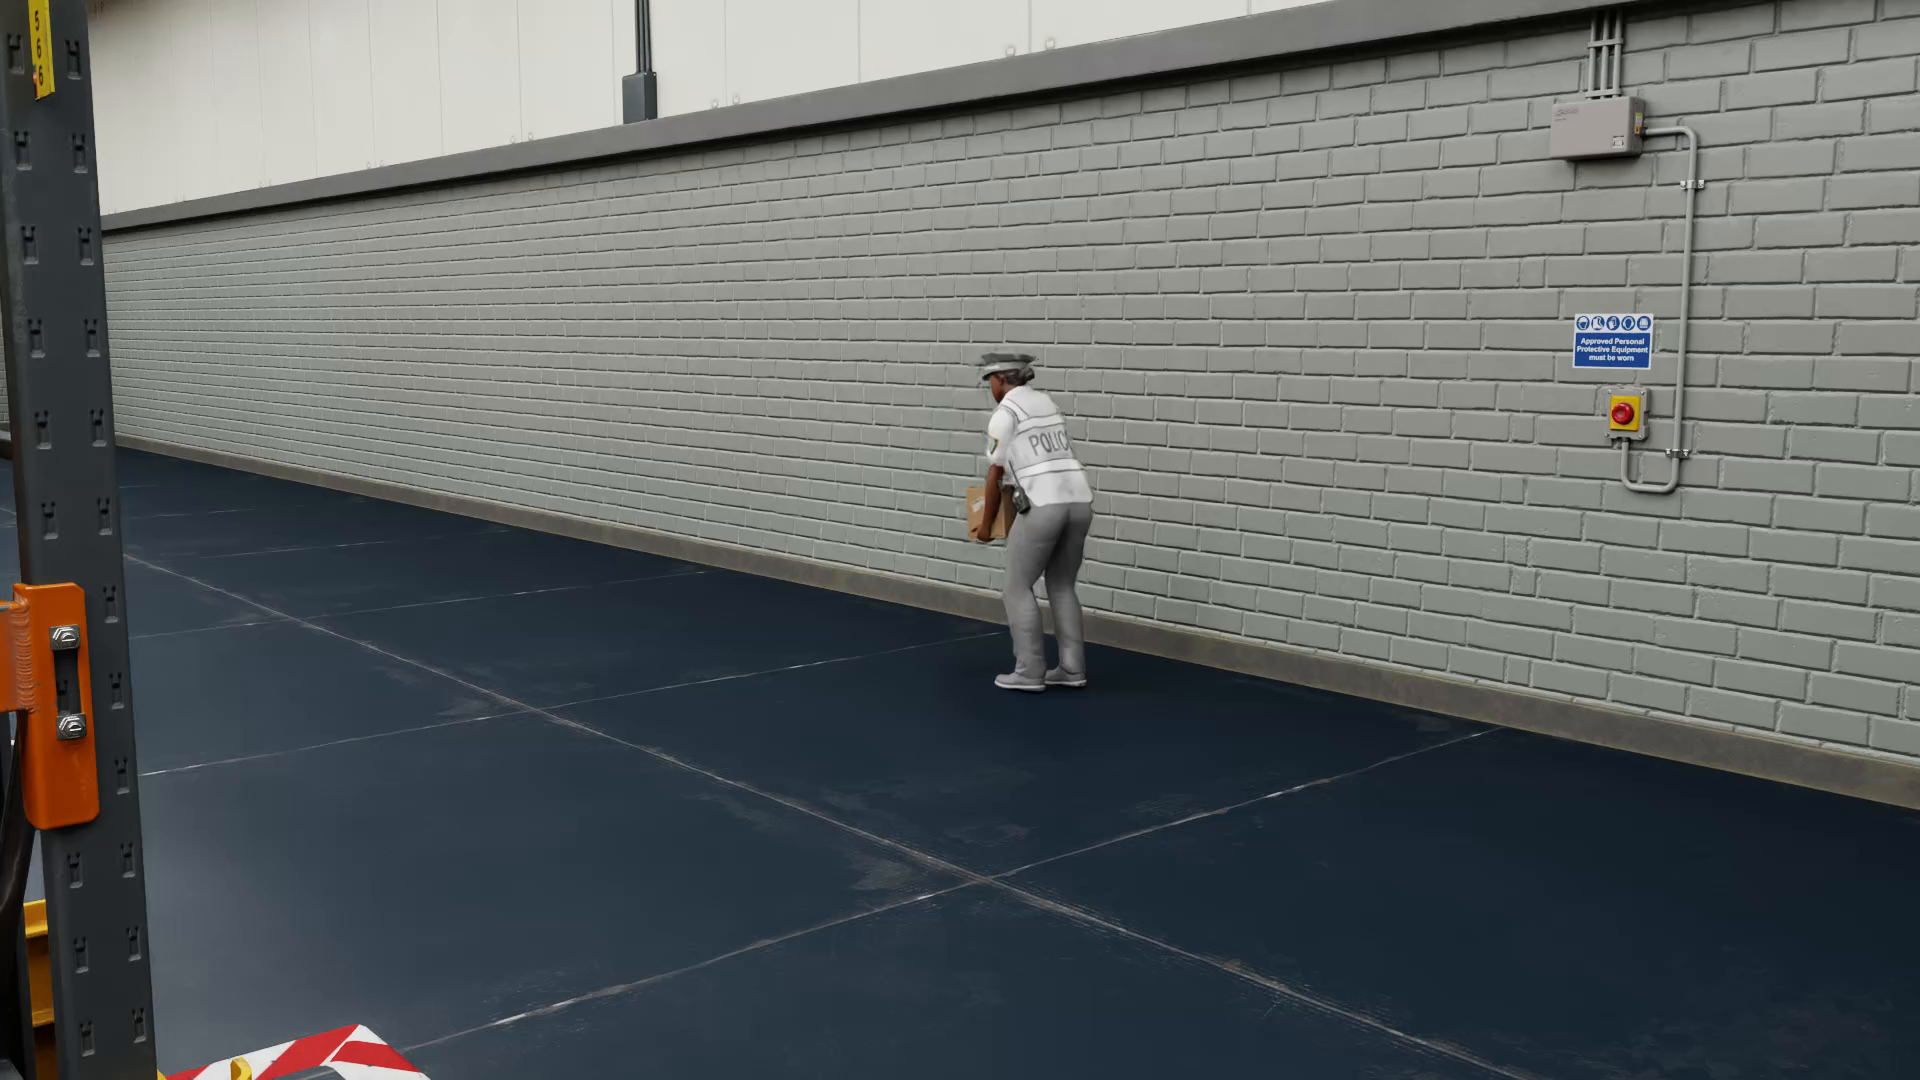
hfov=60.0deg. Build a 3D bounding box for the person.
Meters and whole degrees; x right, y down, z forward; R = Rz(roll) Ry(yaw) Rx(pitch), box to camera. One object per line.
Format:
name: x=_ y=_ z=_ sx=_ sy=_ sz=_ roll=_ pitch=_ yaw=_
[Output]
person: x=0.341 y=-0.093 z=7.790 sx=0.413 sy=1.595 sz=0.574 roll=-7 pitch=10 yaw=-42
